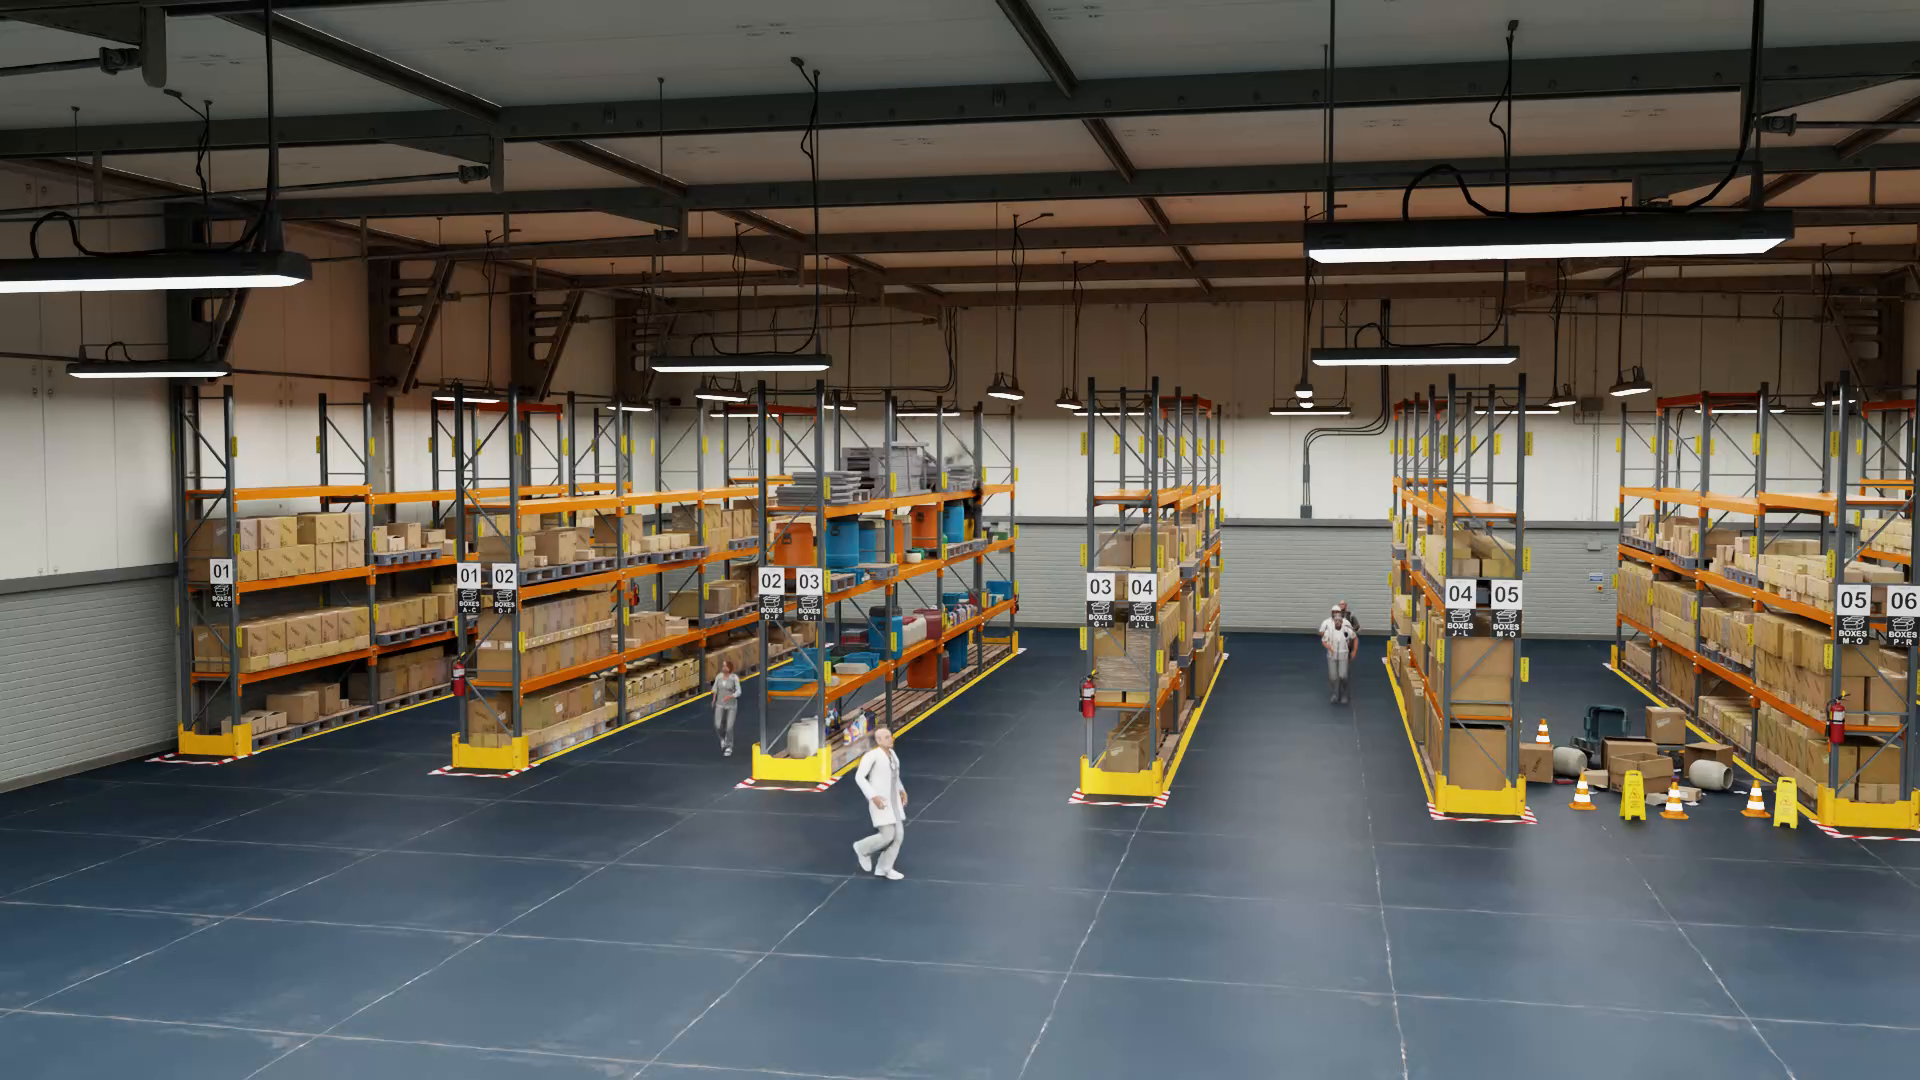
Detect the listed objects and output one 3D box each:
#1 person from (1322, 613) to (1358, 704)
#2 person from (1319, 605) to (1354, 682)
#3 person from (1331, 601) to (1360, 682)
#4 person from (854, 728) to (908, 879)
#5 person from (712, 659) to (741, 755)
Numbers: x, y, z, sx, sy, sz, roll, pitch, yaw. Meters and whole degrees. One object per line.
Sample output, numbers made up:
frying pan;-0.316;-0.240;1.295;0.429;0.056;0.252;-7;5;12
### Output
person;7.390;2.327;32.407;0.683;1.822;0.718;1;3;16
person;7.803;2.225;34.453;0.711;1.737;0.839;1;3;14
person;8.248;2.161;35.737;0.656;1.718;0.792;1;3;18
person;-0.932;3.054;19.346;0.630;1.743;0.703;2;4;37
person;-3.800;2.713;26.884;0.522;1.559;0.549;0;3;7
